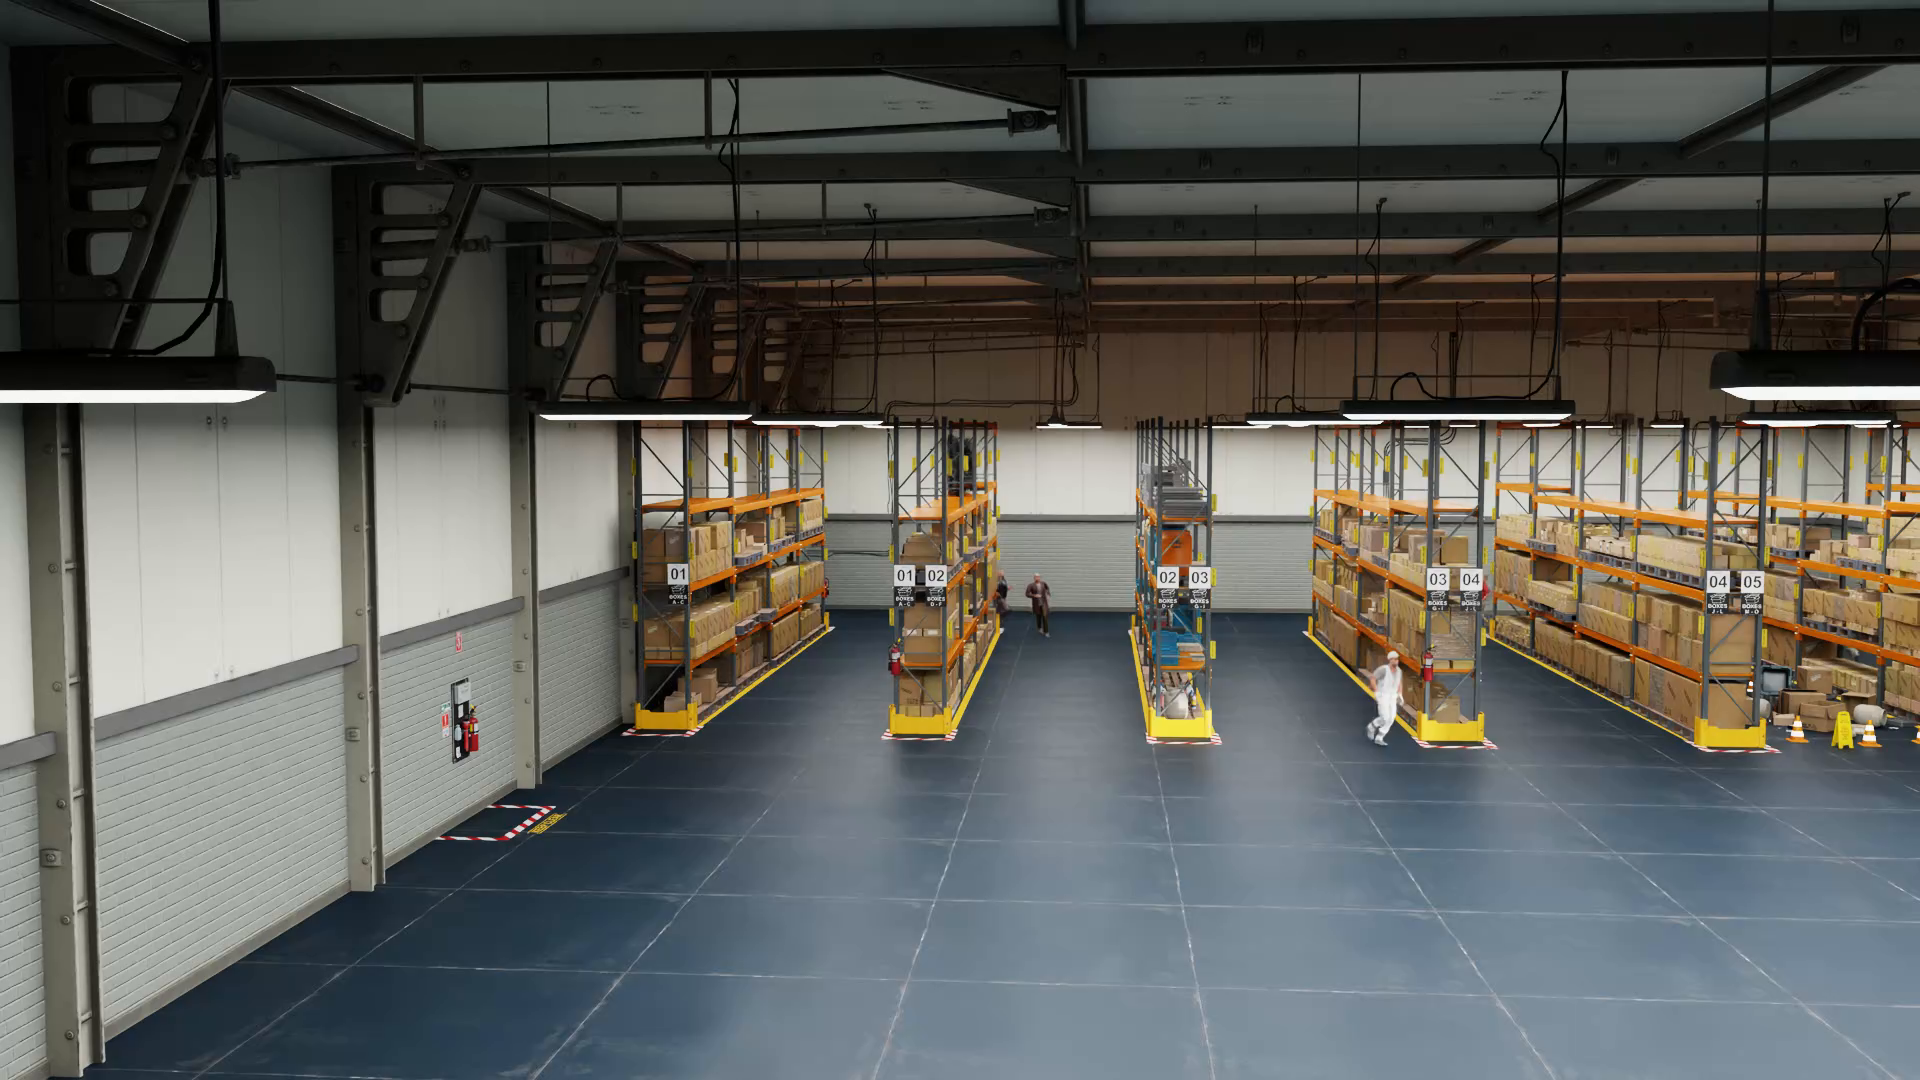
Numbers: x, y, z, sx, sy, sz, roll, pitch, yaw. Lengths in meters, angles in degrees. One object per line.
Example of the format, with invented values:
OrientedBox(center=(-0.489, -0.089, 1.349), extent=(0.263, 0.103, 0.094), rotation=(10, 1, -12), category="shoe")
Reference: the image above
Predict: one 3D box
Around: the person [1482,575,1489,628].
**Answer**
OrientedBox(center=(14.832, 1.798, 47.553), extent=(0.594, 1.641, 0.730), rotation=(1, 4, 15), category="person")

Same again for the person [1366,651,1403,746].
OrientedBox(center=(7.794, 2.879, 30.420), extent=(0.666, 1.723, 0.564), rotation=(-1, 4, -20), category="person")

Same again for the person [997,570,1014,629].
OrientedBox(center=(1.194, 1.732, 48.335), extent=(0.710, 1.757, 0.657), rotation=(2, 4, 22), category="person")

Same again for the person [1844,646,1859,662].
OrientedBox(center=(21.303, 2.251, 40.046), extent=(0.680, 1.770, 1.039), rotation=(0, 4, -2), category="person")

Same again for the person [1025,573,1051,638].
OrientedBox(center=(2.182, 1.865, 46.546), extent=(0.737, 1.720, 0.979), rotation=(-1, 4, -9), category="person")
